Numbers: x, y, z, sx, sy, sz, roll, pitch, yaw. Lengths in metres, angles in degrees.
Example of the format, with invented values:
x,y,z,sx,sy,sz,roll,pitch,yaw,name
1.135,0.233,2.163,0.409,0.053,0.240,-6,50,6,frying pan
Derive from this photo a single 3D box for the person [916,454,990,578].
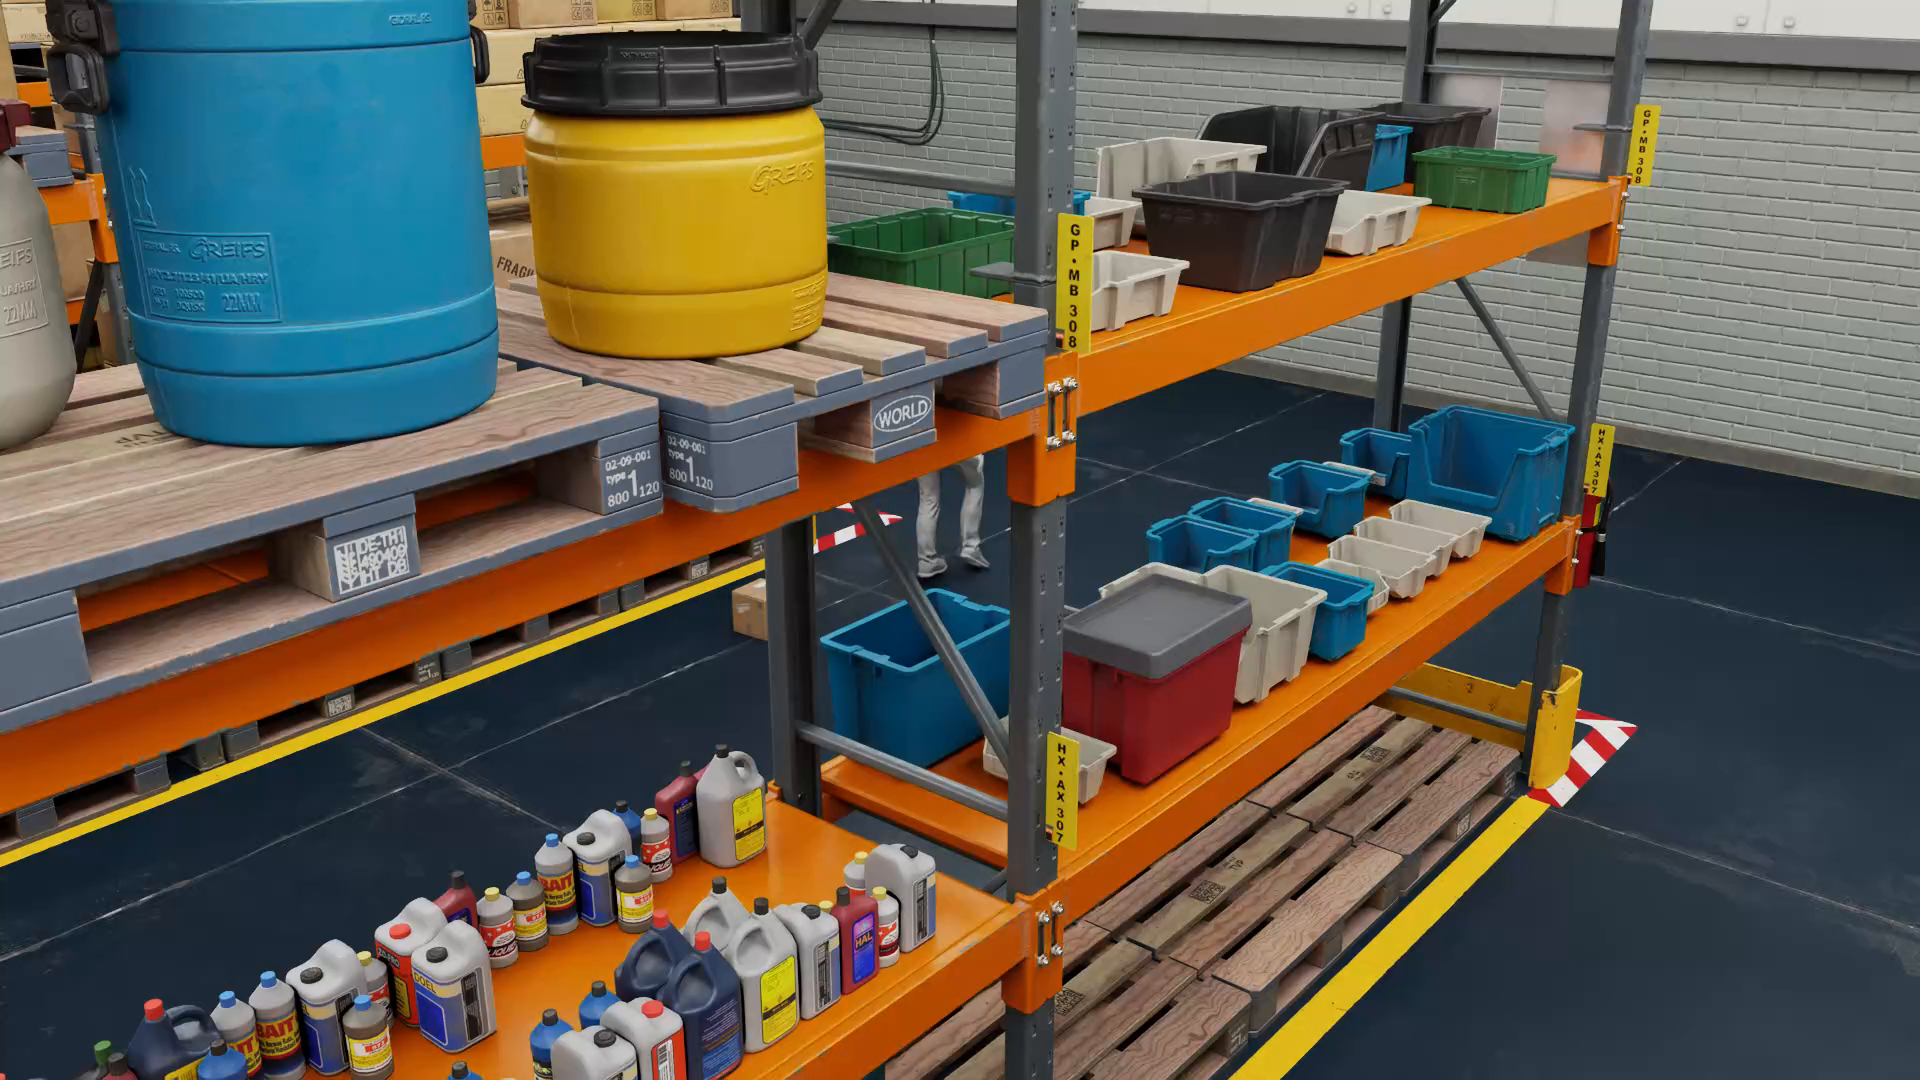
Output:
x,y,z,sx,sy,sz,roll,pitch,yaw,name
-0.082,-0.571,10.125,0.563,1.719,0.528,9,22,23,person
